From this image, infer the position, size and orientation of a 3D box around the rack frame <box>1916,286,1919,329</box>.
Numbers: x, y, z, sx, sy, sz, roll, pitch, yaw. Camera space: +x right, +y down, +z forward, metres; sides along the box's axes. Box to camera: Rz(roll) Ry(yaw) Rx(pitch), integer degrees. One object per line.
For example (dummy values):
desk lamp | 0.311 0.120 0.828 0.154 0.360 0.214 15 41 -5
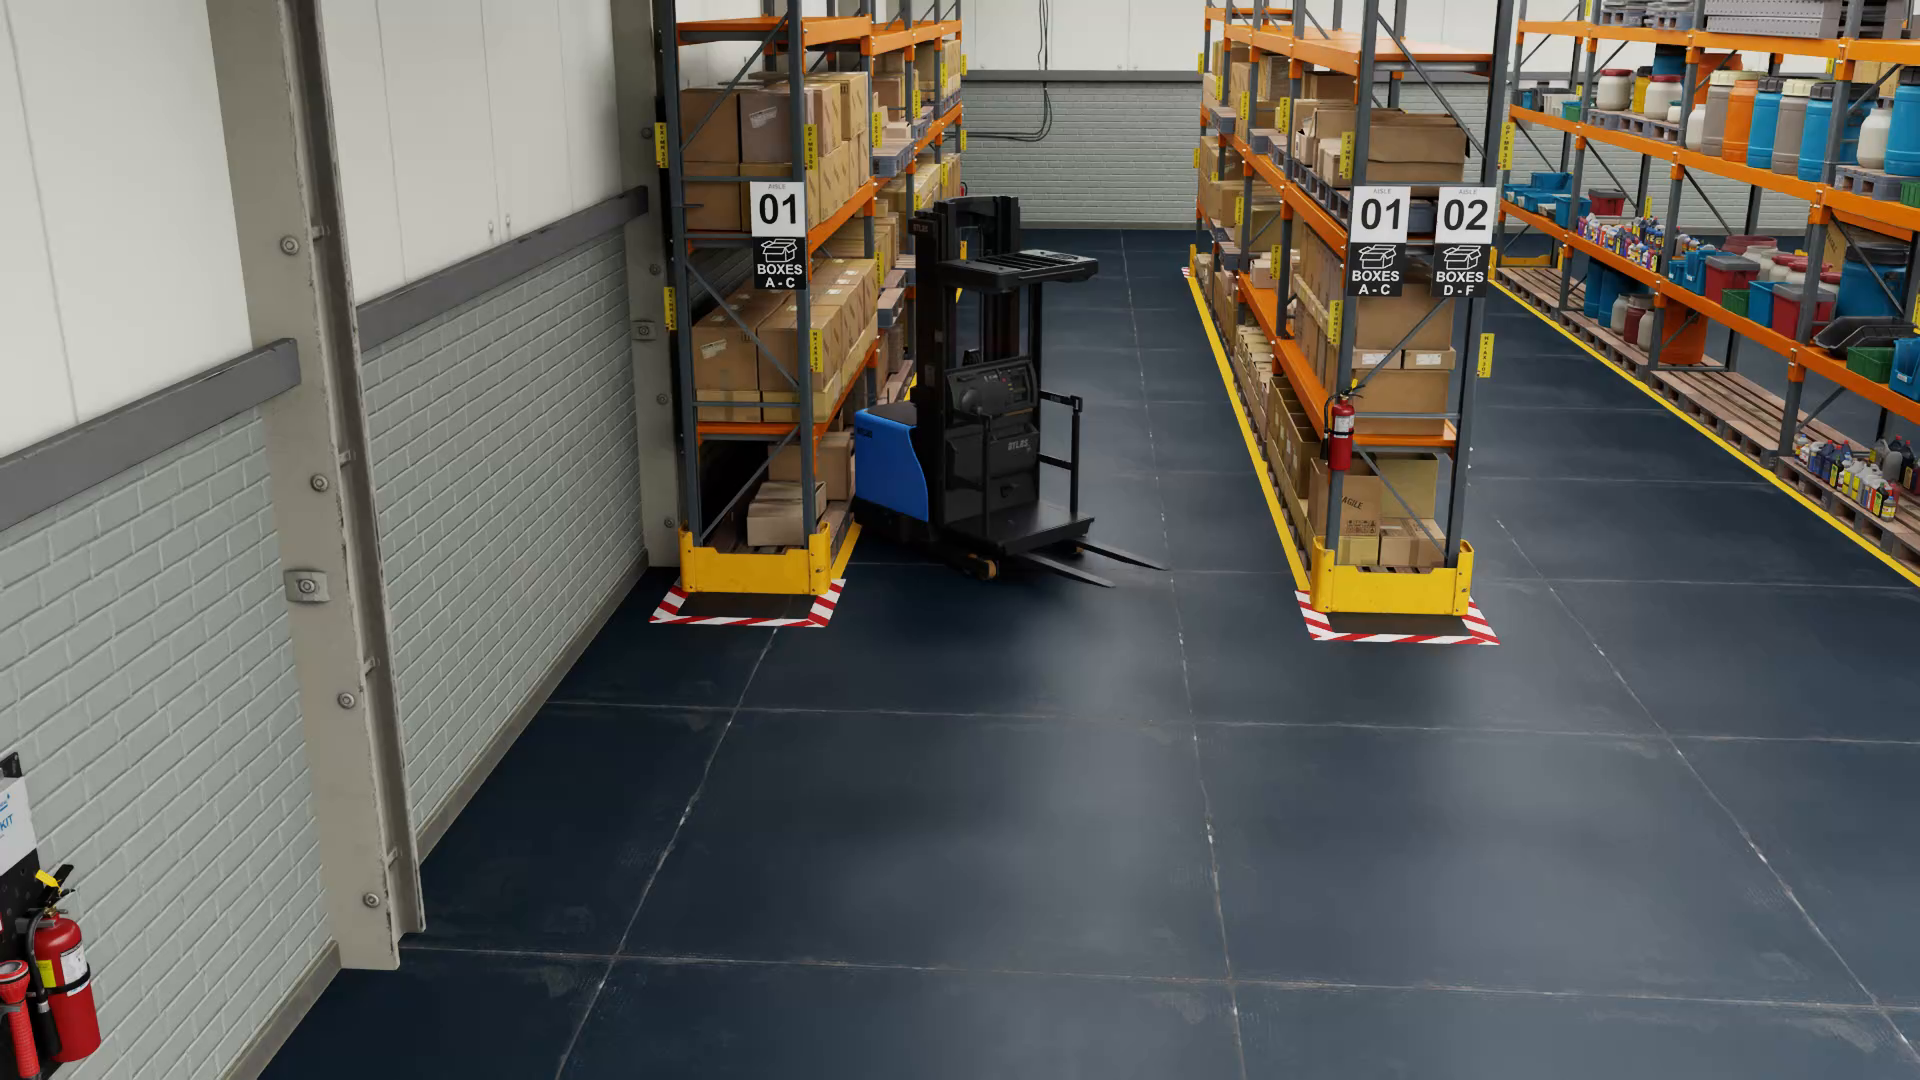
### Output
rack frame | 14.051 -4.428 23.118 1.000 3.000 0.127 1 18 4

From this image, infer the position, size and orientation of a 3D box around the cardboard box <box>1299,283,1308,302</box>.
cardboard box | 3.349 -2.284 15.373 0.380 0.149 0.250 1 18 2

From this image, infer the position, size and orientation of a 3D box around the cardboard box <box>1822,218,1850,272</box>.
cardboard box | 14.371 -4.659 26.563 0.875 0.875 0.875 1 18 4

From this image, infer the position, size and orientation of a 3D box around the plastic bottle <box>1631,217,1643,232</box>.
plastic bottle | 9.405 -4.350 23.080 0.152 0.276 0.135 1 18 4

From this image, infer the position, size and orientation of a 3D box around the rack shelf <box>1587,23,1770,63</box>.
rack shelf | 8.967 -6.236 20.800 1.077 0.370 4.000 1 18 4

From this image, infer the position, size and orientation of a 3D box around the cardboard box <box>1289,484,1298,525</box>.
cardboard box | 3.111 -0.300 14.263 0.500 0.250 0.500 1 18 4

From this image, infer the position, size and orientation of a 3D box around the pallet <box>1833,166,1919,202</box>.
pallet | 8.583 -3.163 14.745 1.213 0.211 1.003 1 18 4

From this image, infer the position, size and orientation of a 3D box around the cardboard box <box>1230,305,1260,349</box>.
cardboard box | 3.716 -2.725 21.229 0.500 0.500 0.500 2 18 6

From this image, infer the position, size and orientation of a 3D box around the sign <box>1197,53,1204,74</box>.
sign | 3.916 -7.745 27.022 0.100 0.325 0.005 1 18 4

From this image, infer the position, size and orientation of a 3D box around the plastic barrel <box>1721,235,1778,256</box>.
plastic barrel | 9.093 -3.210 19.183 0.600 0.536 0.708 1 18 4

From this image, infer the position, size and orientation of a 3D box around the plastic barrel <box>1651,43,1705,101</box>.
plastic barrel | 9.141 -5.868 21.217 0.600 0.901 0.708 1 18 4

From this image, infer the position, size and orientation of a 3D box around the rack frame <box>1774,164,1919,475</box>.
rack frame | 8.537 -2.054 15.873 1.000 3.000 0.127 1 18 4

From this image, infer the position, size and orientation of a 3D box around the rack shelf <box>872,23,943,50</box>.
rack shelf | -0.915 -6.457 21.475 1.077 0.370 4.000 1 18 4

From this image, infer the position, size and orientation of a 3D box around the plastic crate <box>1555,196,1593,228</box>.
plastic crate | 8.804 -4.712 23.915 0.392 0.384 0.575 1 18 4

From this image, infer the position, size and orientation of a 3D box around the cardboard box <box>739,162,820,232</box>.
cardboard box | -1.358 -2.613 12.571 0.500 0.500 0.500 2 18 5

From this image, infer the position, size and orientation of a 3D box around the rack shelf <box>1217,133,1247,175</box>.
rack shelf | 4.027 -5.112 21.546 1.077 0.370 4.000 1 18 4

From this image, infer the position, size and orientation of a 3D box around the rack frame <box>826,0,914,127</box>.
rack frame | -1.058 -6.368 19.405 1.000 3.000 0.127 1 18 4

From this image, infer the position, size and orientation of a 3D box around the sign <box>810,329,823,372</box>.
sign | -1.090 -1.432 12.585 0.100 0.325 0.005 1 18 4

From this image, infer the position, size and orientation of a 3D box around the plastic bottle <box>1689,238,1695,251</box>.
plastic bottle | 9.279 -3.684 21.057 0.097 0.271 0.097 0 18 0

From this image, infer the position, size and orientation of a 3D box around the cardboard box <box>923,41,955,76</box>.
cardboard box | -0.341 -7.409 25.600 0.500 0.500 0.500 0 18 1

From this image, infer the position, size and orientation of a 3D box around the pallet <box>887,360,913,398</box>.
pallet | -1.115 -1.949 20.033 1.003 0.211 1.213 1 18 4

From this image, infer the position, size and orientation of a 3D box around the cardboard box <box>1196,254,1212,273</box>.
cardboard box | 4.099 -4.477 26.978 0.500 0.250 0.500 1 18 4

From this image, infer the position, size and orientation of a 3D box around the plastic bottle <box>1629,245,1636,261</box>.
plastic bottle | 8.512 -3.625 20.988 0.097 0.201 0.097 0 18 0

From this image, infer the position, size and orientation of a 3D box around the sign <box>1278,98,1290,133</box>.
sign | 3.055 -3.995 15.645 0.100 0.325 0.005 1 18 4

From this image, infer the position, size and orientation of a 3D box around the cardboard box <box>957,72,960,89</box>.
cardboard box | -0.272 -7.370 26.685 0.500 0.250 0.500 2 18 6

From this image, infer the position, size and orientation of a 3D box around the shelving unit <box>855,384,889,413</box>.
shelving unit | -0.778 -0.770 14.844 0.258 1.200 0.189 -15 24 -38

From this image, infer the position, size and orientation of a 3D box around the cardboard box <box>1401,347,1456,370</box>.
cardboard box | 3.553 -1.396 12.663 0.380 0.149 0.250 1 18 4

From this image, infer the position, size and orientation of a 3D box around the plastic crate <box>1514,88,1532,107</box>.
plastic crate | 9.092 -7.031 26.455 0.497 0.269 0.590 1 18 4

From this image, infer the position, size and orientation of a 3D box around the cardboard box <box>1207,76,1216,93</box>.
cardboard box | 4.088 -7.020 25.650 0.500 0.250 0.500 1 18 4

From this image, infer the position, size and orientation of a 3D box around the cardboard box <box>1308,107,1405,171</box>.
cardboard box | 3.353 -3.397 14.091 0.797 0.503 0.637 3 18 10

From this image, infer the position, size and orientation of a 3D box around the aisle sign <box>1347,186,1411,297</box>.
aisle sign | 3.012 -2.145 11.976 0.394 0.787 0.004 1 18 4

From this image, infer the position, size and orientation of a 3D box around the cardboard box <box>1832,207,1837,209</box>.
cardboard box | 13.948 -5.289 26.149 0.380 0.149 0.250 1 18 3

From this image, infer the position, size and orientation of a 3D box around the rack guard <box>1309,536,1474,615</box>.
rack guard | 3.308 0.272 12.789 1.175 0.500 0.348 1 18 4

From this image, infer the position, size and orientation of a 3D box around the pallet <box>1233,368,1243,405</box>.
pallet | 3.785 -1.828 19.662 1.003 0.211 1.213 1 18 4

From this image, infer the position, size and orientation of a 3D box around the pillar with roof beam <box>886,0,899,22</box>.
pillar with roof beam | 3.140 -9.614 29.313 9.100 9.000 0.400 1 18 4

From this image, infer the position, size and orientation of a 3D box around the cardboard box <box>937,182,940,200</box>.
cardboard box | -0.553 -4.809 23.611 0.500 0.500 0.500 1 18 3

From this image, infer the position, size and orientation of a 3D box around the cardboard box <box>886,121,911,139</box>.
cardboard box | -0.840 -4.680 19.182 0.500 0.311 0.500 1 18 4

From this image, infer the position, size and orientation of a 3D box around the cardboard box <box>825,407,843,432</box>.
cardboard box | -1.379 -0.973 15.882 0.500 0.500 0.500 0 18 0

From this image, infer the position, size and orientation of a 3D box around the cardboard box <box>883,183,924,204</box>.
cardboard box | -0.730 -4.374 21.080 0.500 0.250 0.500 1 18 3

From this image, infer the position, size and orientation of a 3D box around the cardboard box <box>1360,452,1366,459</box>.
cardboard box | 3.627 -0.645 14.111 0.500 0.500 0.500 1 18 4

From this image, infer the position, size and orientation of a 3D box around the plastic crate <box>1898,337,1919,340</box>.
plastic crate | 8.728 -1.633 14.829 0.499 0.251 0.616 1 18 4

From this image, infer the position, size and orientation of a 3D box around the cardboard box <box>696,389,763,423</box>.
cardboard box | -1.791 -1.120 13.233 0.500 0.250 0.500 2 18 5

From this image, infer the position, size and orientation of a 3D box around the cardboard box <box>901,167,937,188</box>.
cardboard box | -0.596 -5.005 23.005 0.500 0.250 0.500 2 18 5

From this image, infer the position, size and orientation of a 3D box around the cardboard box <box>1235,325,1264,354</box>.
cardboard box | 3.553 -2.411 19.804 0.500 0.311 0.500 2 18 6

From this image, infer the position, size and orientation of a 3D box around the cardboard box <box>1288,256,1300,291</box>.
cardboard box | 3.741 -2.770 17.899 0.500 0.500 0.500 1 18 4

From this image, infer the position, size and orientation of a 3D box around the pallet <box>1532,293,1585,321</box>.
pallet | 9.124 -3.442 24.590 1.003 0.211 1.213 1 18 4

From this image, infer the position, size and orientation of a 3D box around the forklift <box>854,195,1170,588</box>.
forklift | 0.408 -1.246 13.518 1.130 2.935 3.031 -15 23 -38

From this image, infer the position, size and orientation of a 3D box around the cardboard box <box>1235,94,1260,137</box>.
cardboard box | 3.955 -5.337 20.915 0.910 0.500 0.500 1 18 4

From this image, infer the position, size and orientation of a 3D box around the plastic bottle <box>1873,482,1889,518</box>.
plastic bottle | 7.935 -0.346 14.319 0.061 0.283 0.133 2 18 5

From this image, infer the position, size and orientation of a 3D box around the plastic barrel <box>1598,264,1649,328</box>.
plastic barrel | 9.004 -3.352 22.532 0.600 0.901 0.708 1 18 4

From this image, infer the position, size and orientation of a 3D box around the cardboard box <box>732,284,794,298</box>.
cardboard box | -1.695 -1.951 14.565 0.500 0.500 0.500 2 18 5

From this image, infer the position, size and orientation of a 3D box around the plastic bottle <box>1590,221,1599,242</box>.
plastic bottle | 8.635 -4.193 22.608 0.097 0.271 0.097 0 18 0

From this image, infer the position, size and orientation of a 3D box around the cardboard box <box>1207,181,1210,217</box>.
cardboard box | 4.020 -5.178 25.248 0.500 0.500 0.500 2 18 5

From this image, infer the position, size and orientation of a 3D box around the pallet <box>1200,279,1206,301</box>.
pallet | 4.305 -3.918 26.041 1.003 0.211 1.213 1 18 4

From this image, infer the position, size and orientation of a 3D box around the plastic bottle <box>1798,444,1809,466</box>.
plastic bottle | 8.069 -0.812 15.872 0.097 0.201 0.097 0 18 0
